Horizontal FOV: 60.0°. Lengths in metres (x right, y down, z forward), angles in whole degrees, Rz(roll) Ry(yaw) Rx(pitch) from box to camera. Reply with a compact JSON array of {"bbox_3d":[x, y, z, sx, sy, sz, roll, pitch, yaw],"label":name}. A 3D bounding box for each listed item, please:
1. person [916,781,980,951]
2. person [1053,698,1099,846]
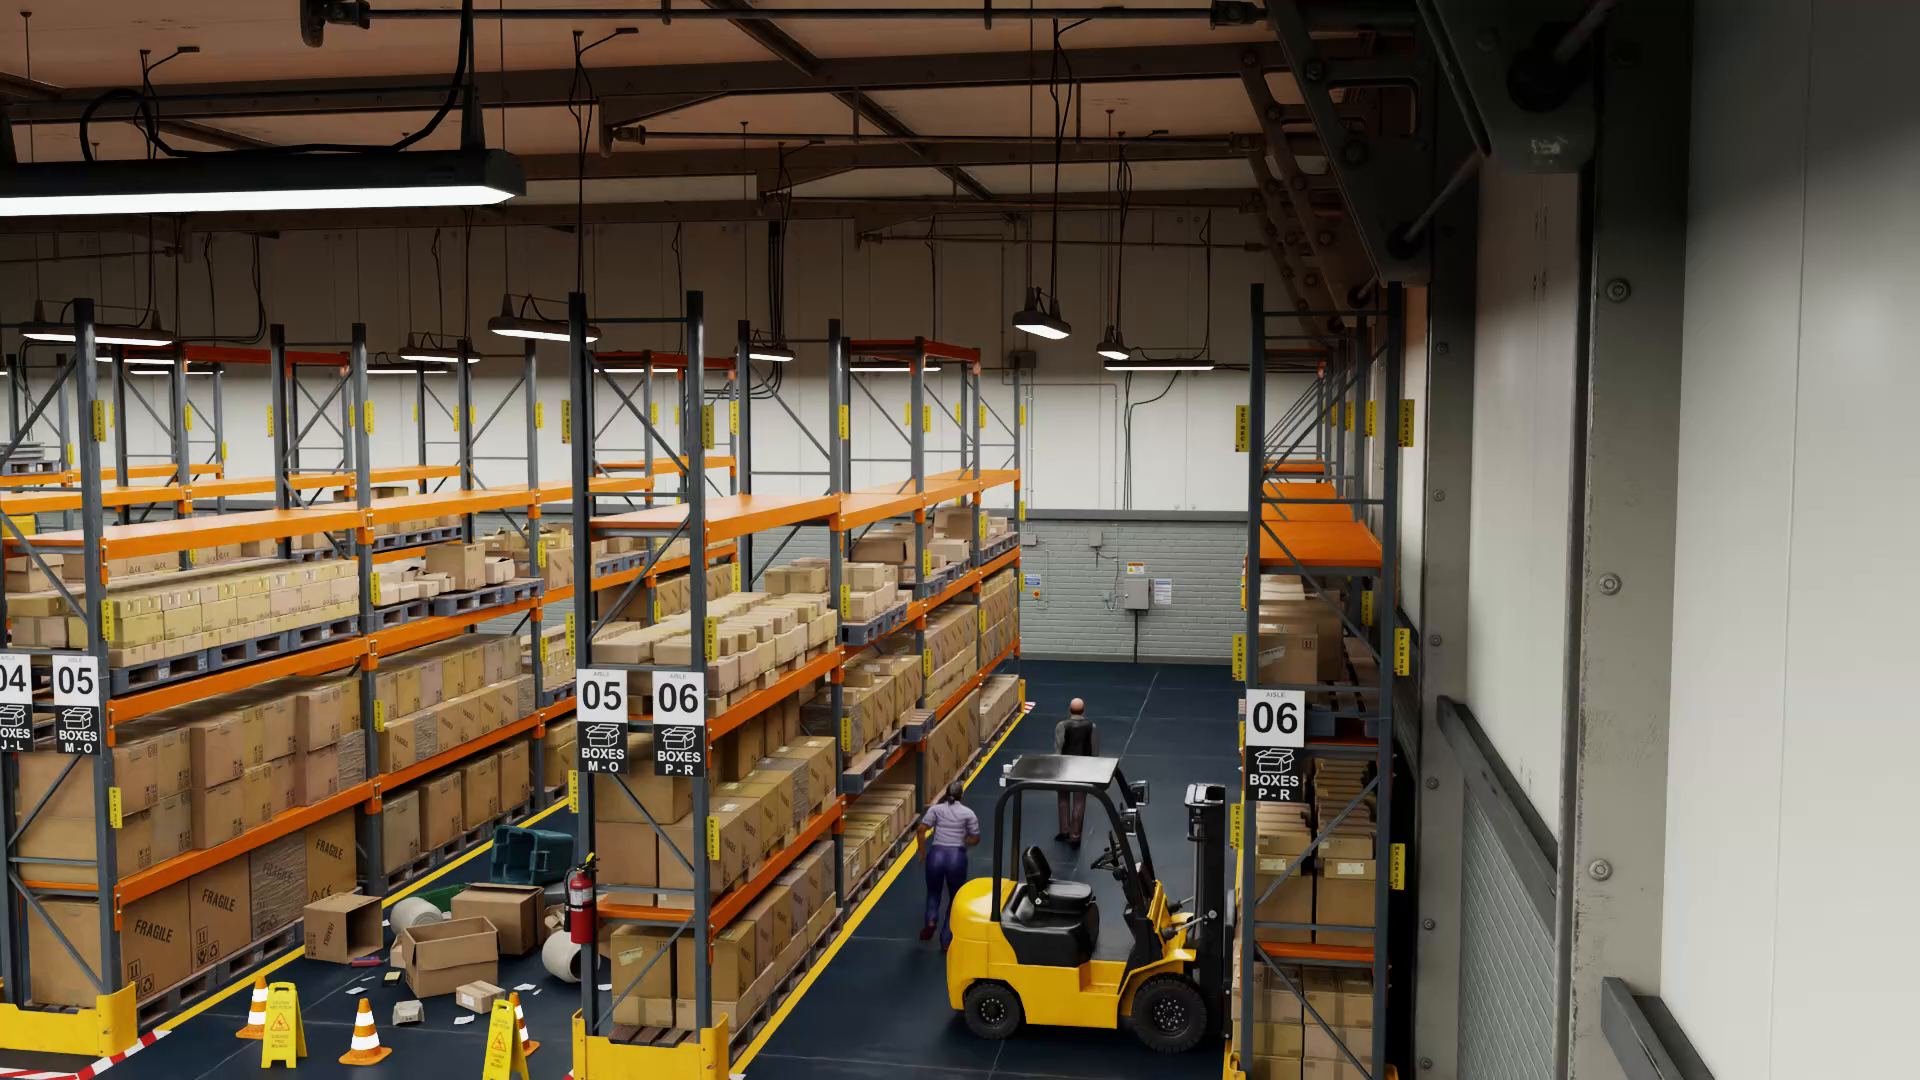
[{"bbox_3d":[-0.107,3.113,16.064,0.589,1.542,0.721,1,5,14],"label":"person"},{"bbox_3d":[1.370,2.756,19.636,0.549,1.770,0.613,0,5,3],"label":"person"}]
